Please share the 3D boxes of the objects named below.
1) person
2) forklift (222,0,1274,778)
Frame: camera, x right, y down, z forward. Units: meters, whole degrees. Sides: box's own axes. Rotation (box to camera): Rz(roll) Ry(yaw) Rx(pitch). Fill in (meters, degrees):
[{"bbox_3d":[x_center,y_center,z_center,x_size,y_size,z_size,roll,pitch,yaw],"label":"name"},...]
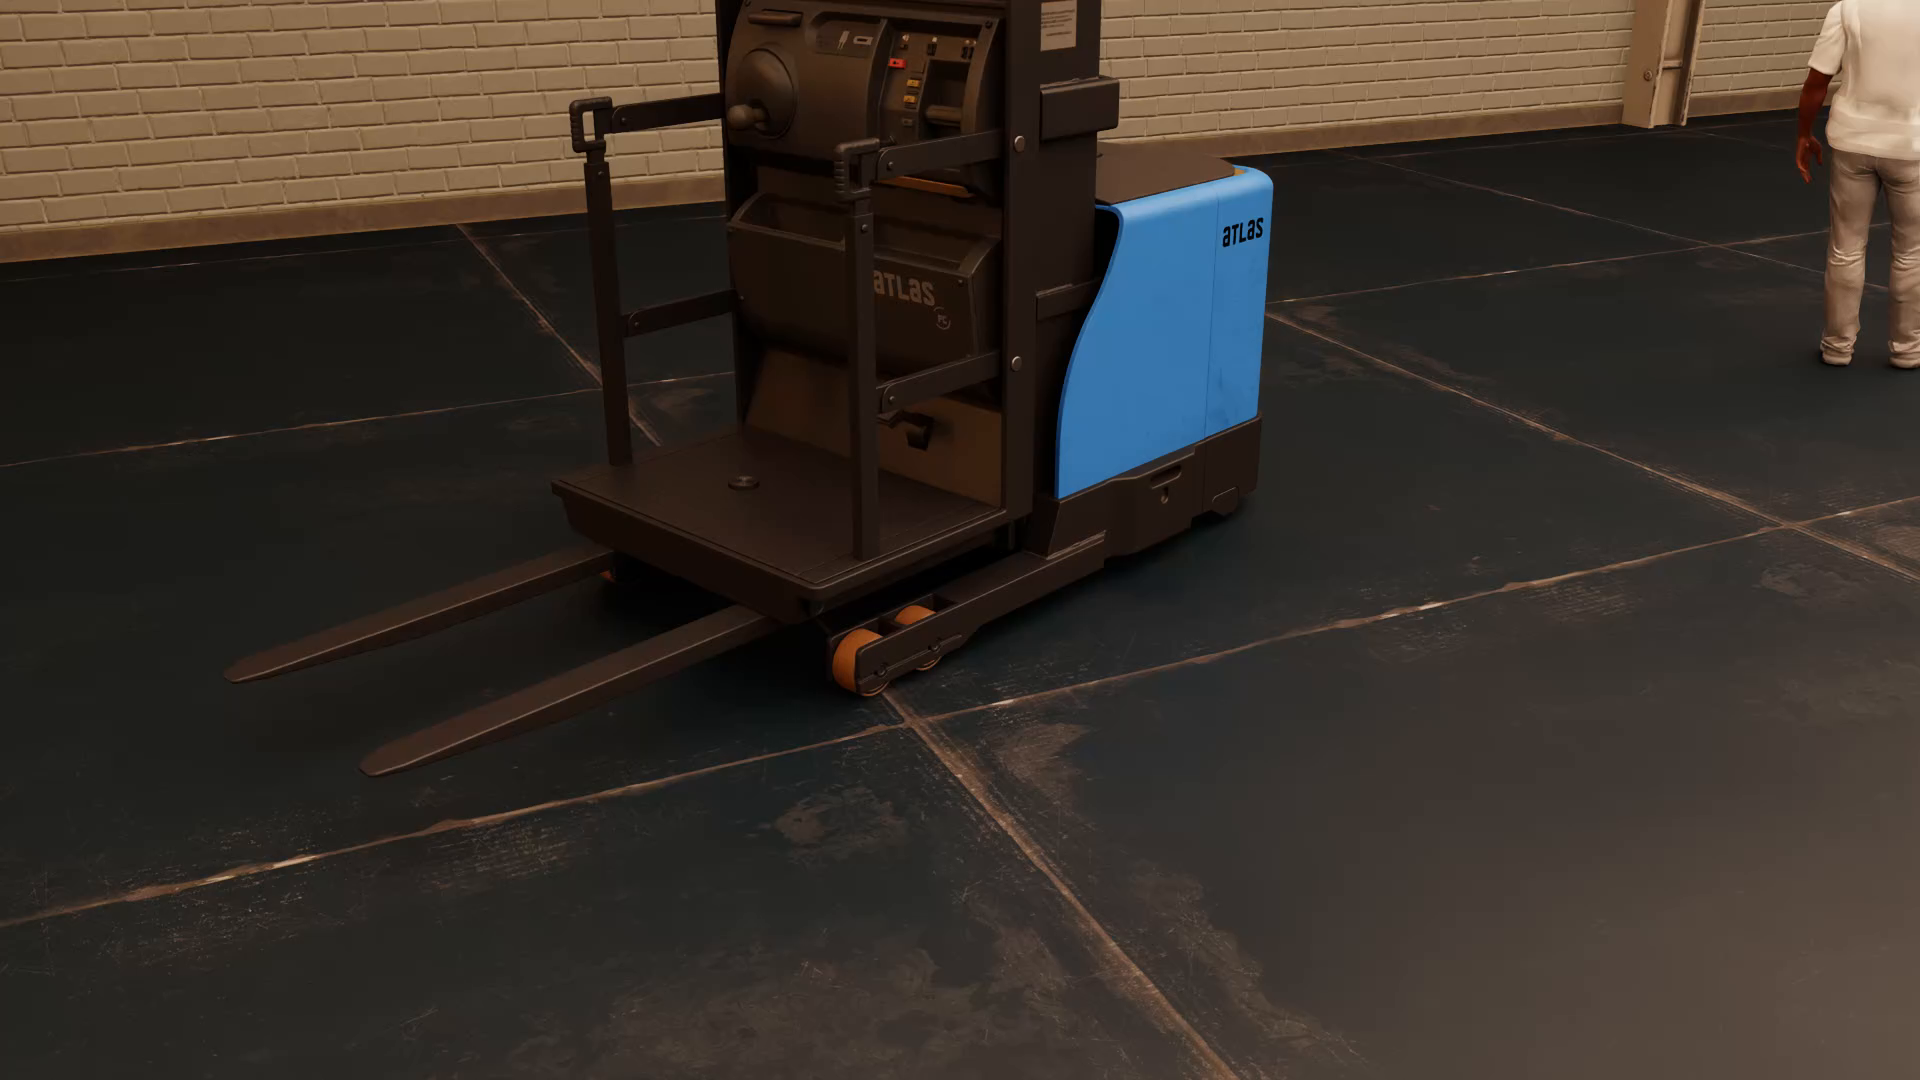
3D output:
[{"bbox_3d":[3.668,-1.568,6.560,0.665,1.767,0.576,16,27,34],"label":"person"},{"bbox_3d":[-0.413,-1.182,4.131,1.130,2.935,3.031,19,29,39],"label":"forklift"}]
